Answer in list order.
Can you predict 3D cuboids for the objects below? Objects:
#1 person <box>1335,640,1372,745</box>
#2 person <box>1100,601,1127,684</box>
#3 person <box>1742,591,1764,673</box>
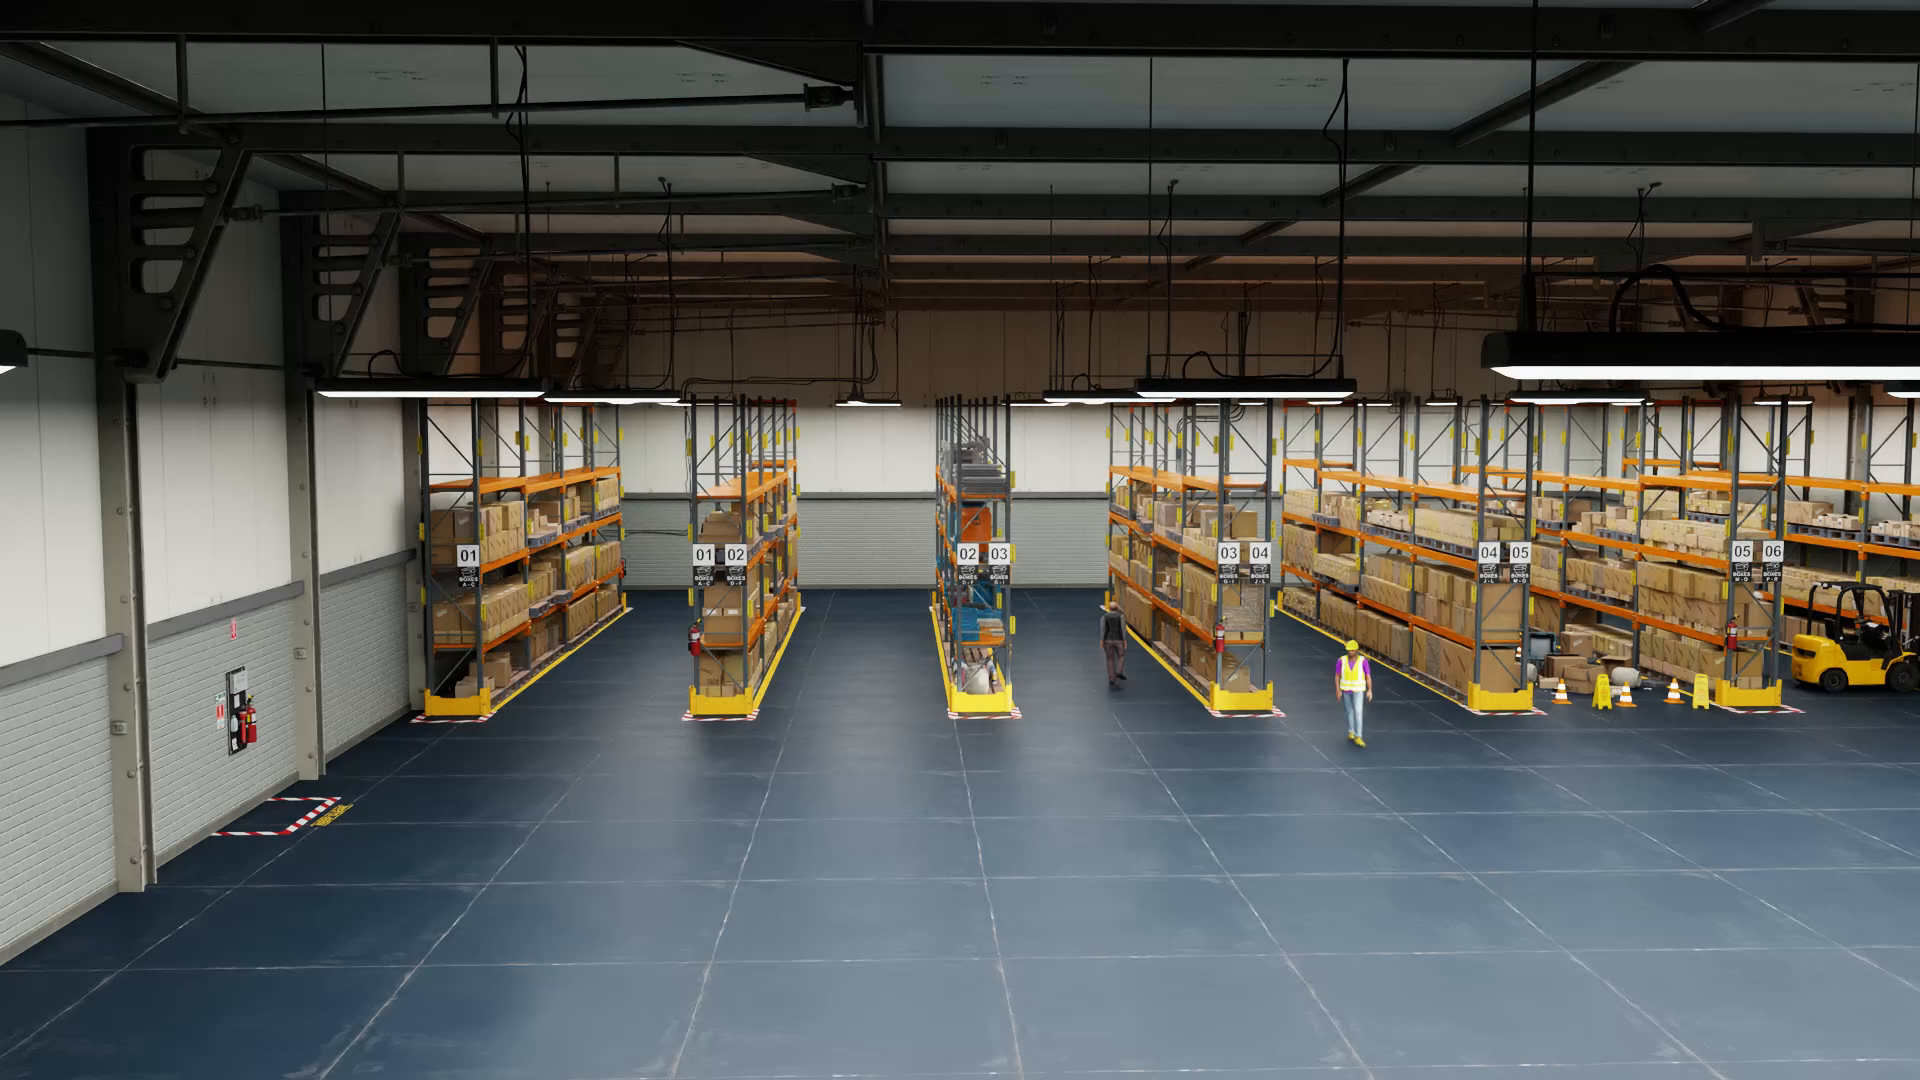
[{"bbox_3d":[6.717,2.587,28.507,0.611,1.726,0.894,2,5,25],"label":"person"},{"bbox_3d":[3.191,2.133,34.646,0.566,1.712,0.478,1,5,8],"label":"person"},{"bbox_3d":[17.305,2.024,36.149,0.532,1.808,0.602,-1,5,-8],"label":"person"}]
